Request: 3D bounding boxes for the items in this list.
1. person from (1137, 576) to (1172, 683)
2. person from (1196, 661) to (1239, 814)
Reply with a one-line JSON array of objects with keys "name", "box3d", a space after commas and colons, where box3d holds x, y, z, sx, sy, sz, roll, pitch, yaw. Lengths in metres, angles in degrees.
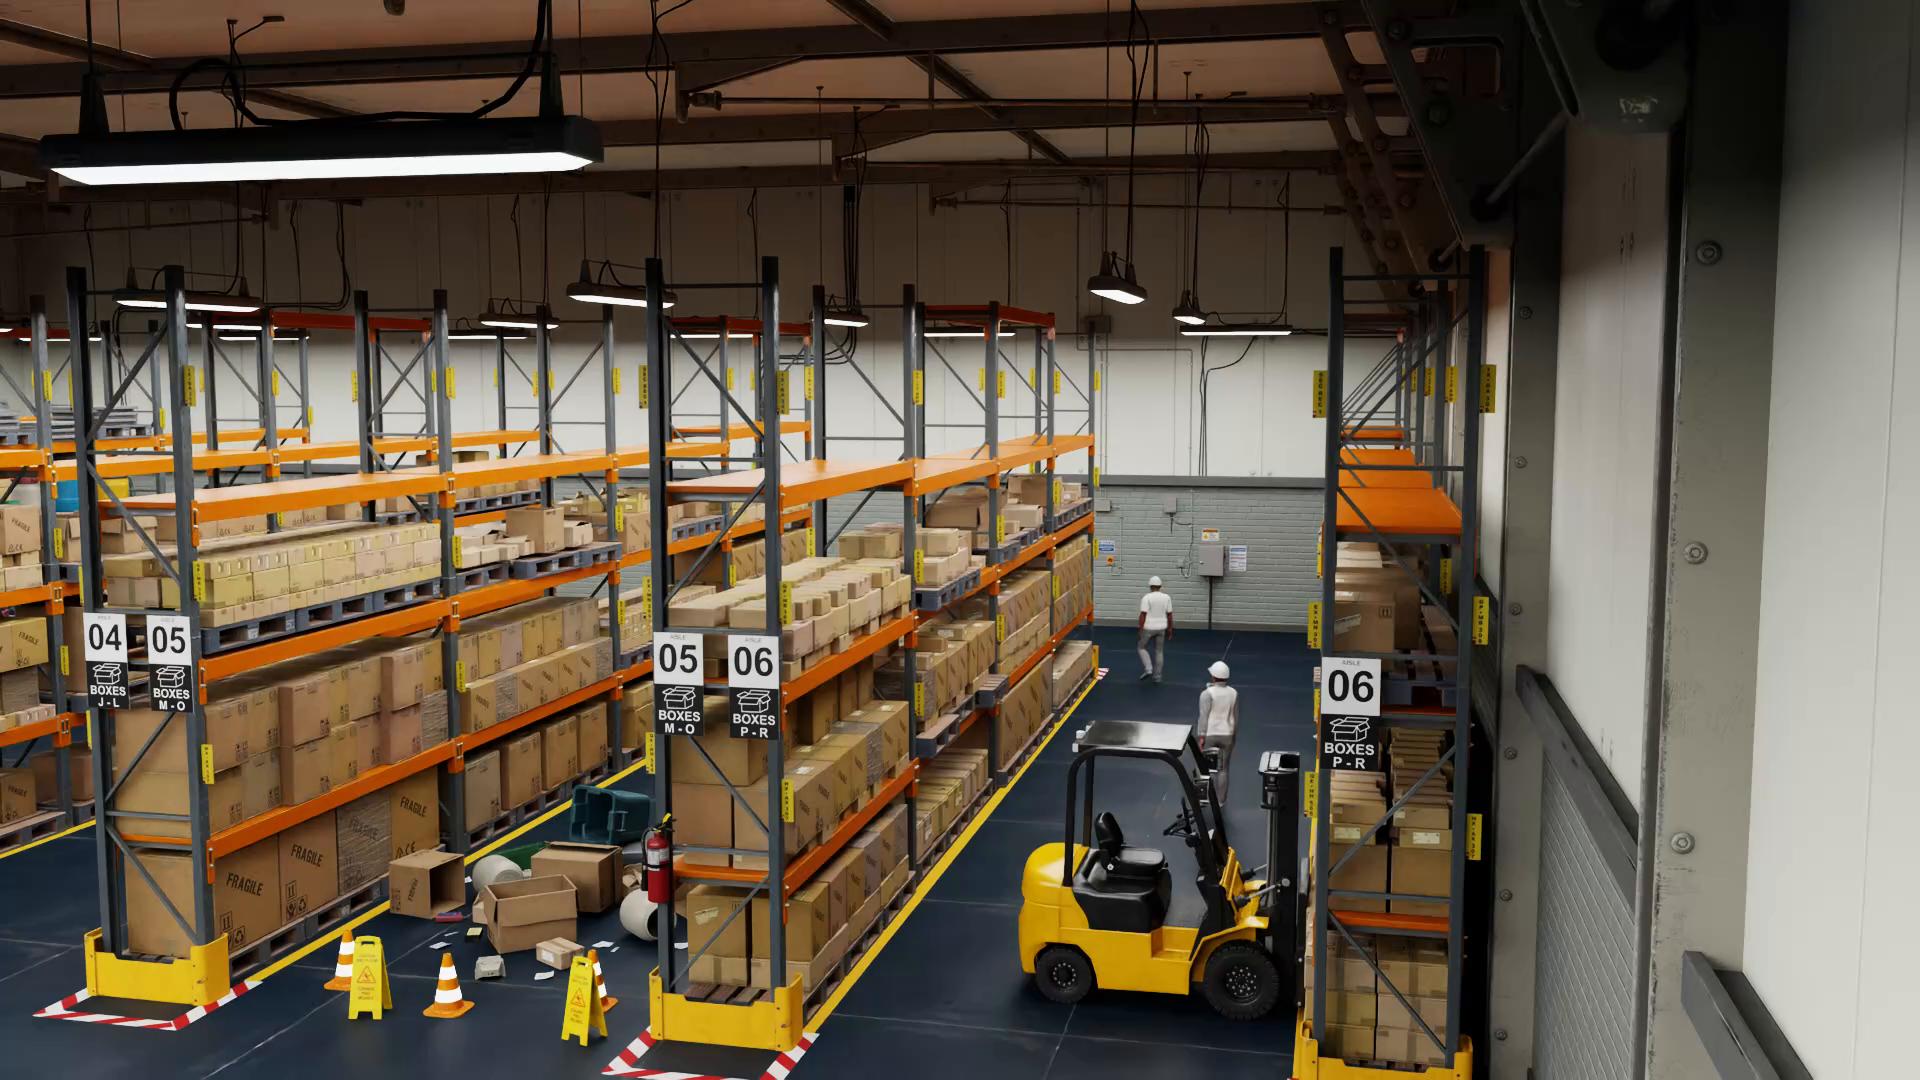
[{"name": "person", "box3d": [3.251, 1.490, 27.686, 0.616, 1.767, 0.467, -2, 6, -16]}, {"name": "person", "box3d": [3.042, 2.333, 19.518, 0.531, 1.810, 0.558, 0, 6, -4]}]
